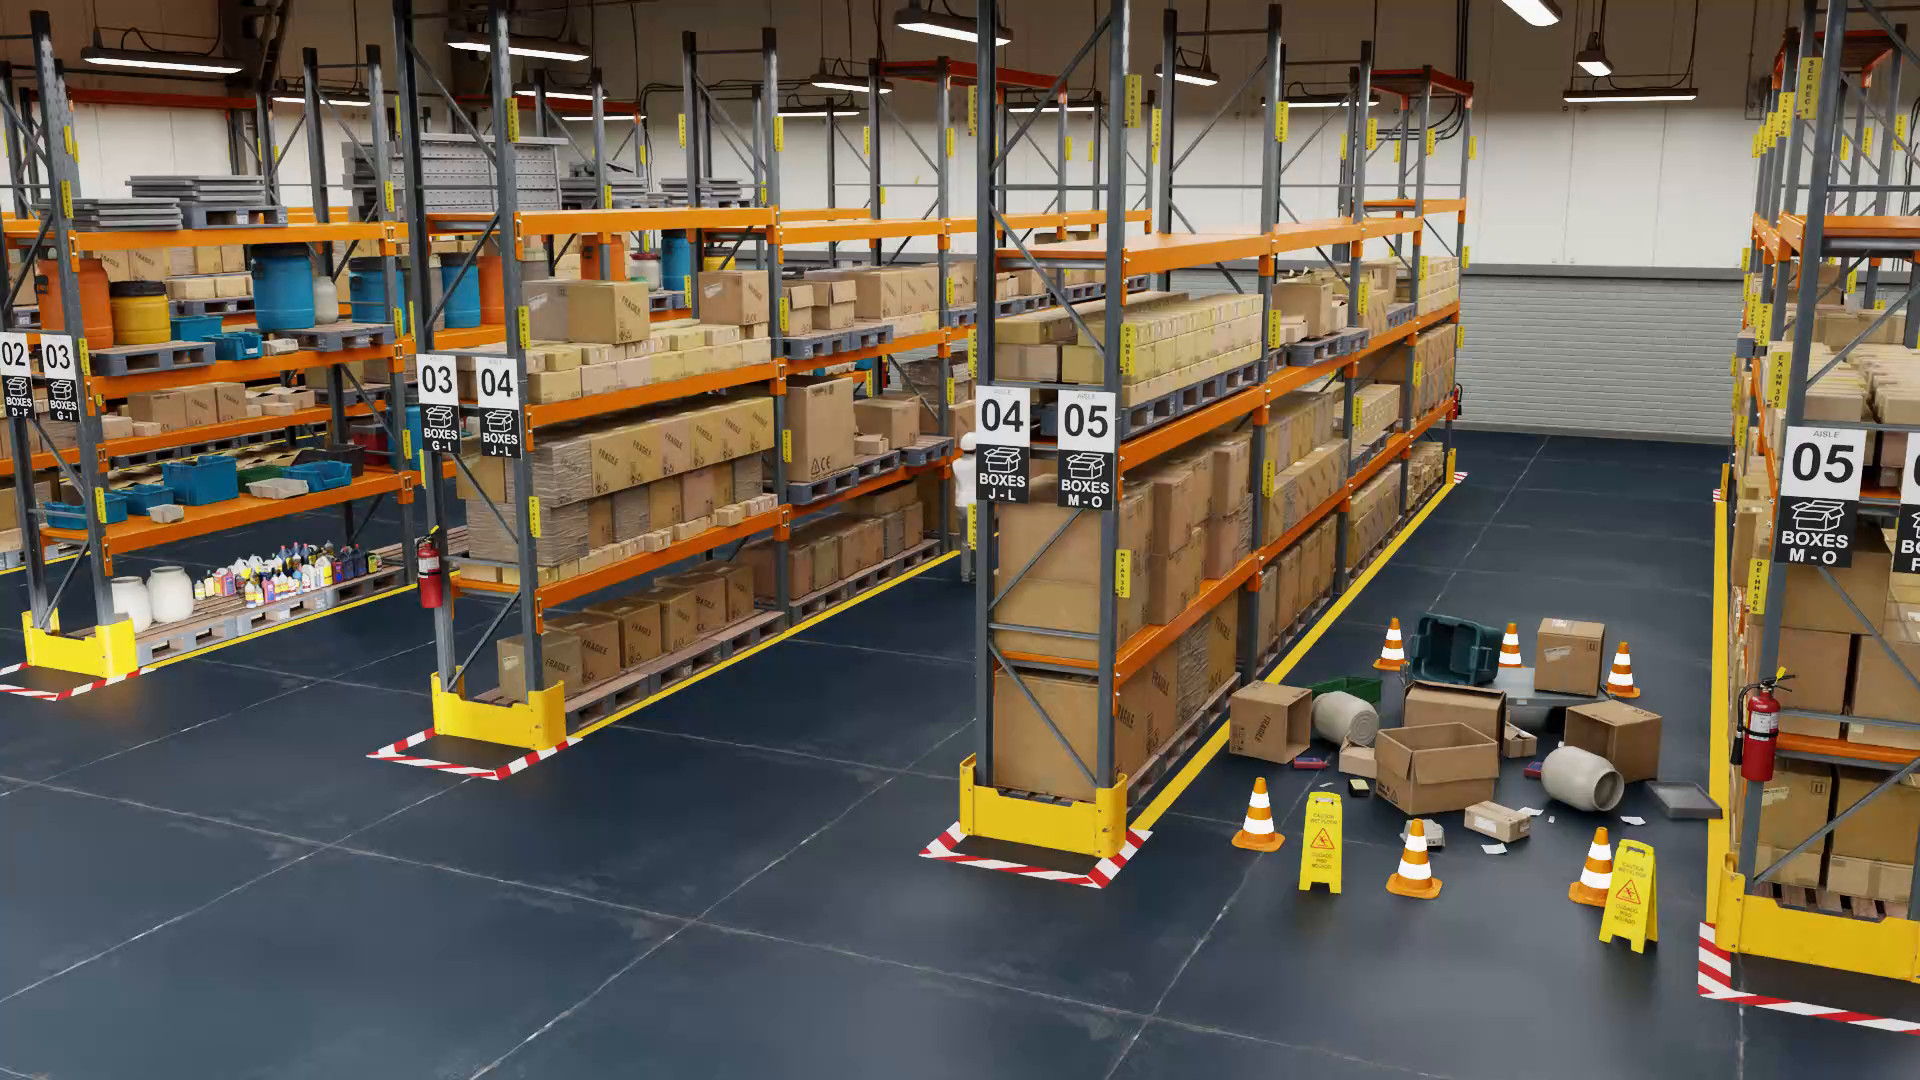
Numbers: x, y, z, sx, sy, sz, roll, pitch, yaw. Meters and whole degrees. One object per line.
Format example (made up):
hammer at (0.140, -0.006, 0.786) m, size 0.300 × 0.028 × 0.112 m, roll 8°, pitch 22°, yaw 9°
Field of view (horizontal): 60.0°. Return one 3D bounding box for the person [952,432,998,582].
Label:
person at (0.183, -0.390, 19.241) m, size 0.494 × 1.762 × 0.554 m, roll 6°, pitch 13°, yaw 24°
